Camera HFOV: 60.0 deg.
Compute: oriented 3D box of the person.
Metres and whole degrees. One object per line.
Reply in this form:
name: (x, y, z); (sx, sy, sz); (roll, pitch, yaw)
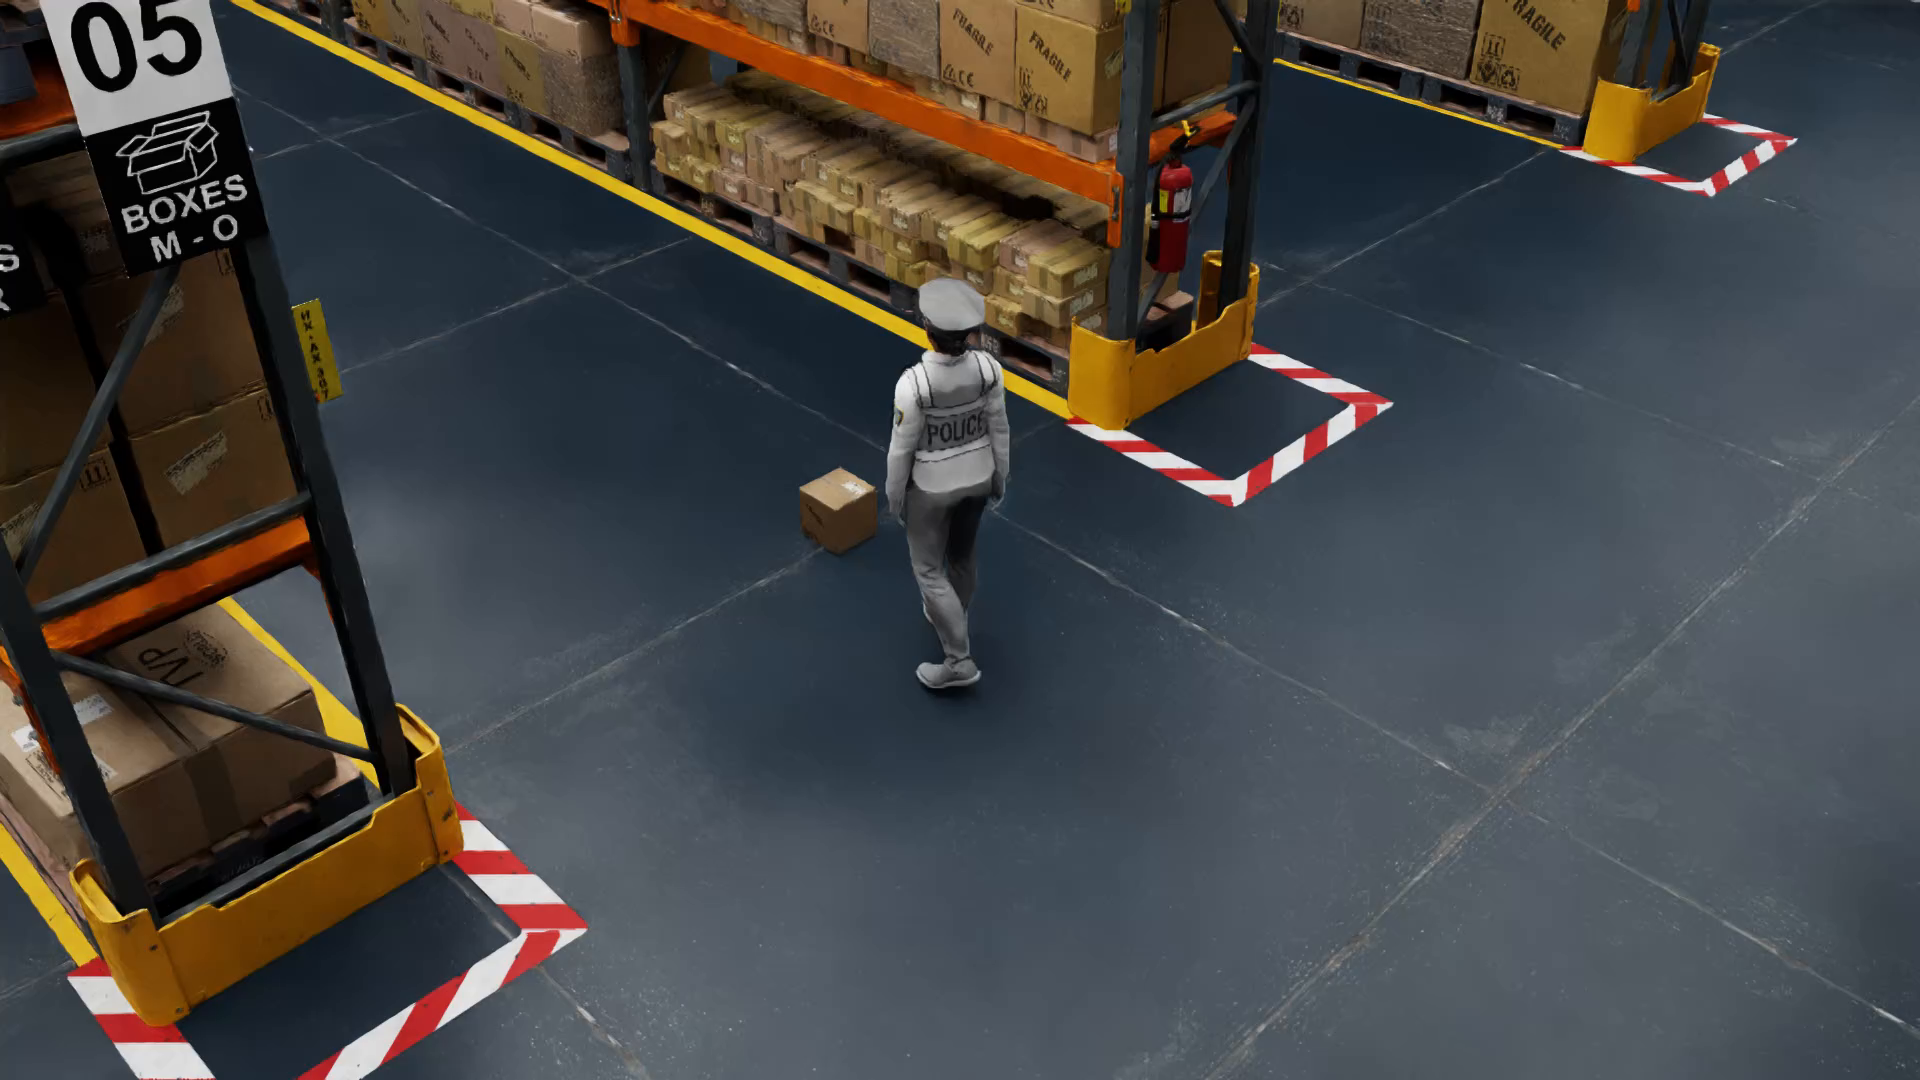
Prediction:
person: (-0.055, -0.220, 6.417); (0.494, 1.685, 0.624); (-19, 40, -24)
